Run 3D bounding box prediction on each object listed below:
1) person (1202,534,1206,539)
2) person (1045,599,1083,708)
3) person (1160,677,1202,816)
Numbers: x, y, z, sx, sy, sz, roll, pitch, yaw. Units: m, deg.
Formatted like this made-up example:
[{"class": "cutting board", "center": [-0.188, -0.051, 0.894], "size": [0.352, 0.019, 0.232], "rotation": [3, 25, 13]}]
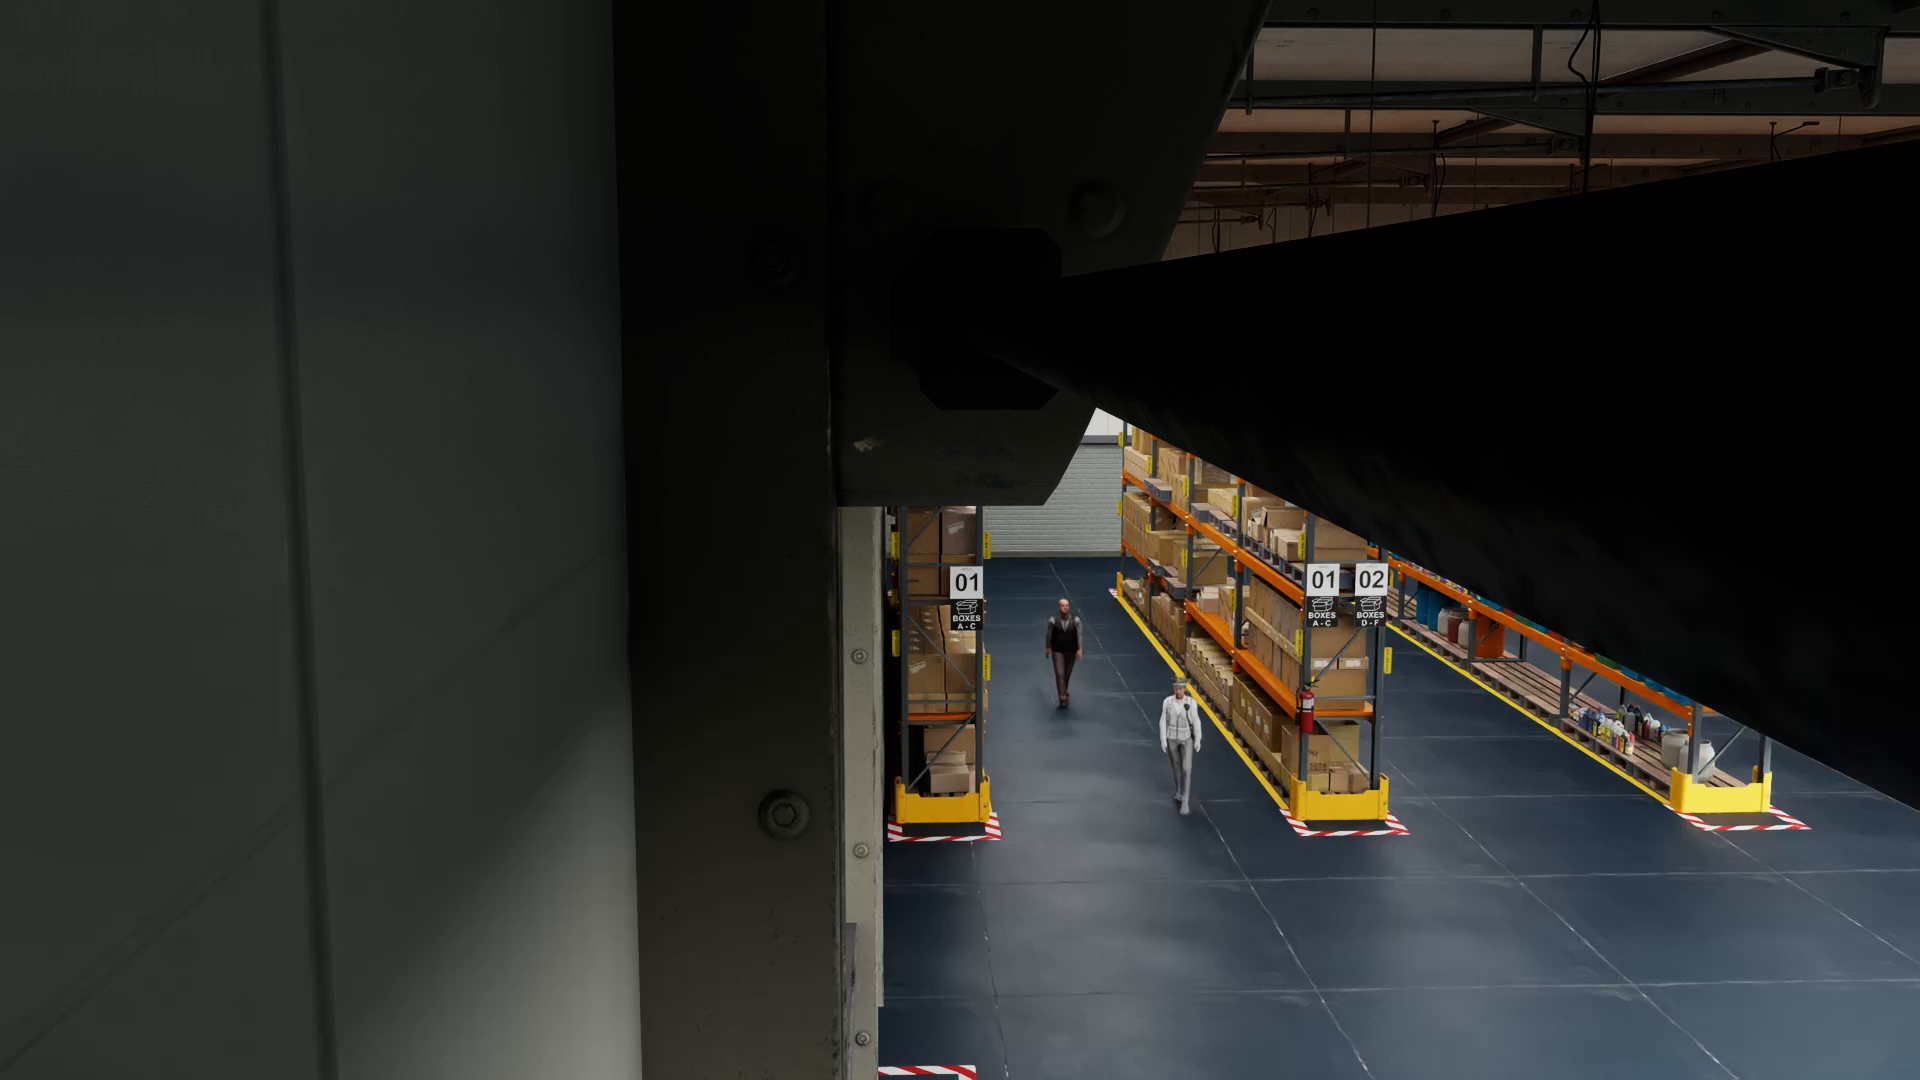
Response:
[{"class": "person", "center": [5.340, 0.157, 37.887], "size": [0.647, 1.714, 1.093], "rotation": [-1, 8, -6]}, {"class": "person", "center": [1.686, 1.775, 26.492], "size": [0.549, 1.661, 1.080], "rotation": [-2, 8, -11]}, {"class": "person", "center": [2.773, 2.556, 21.087], "size": [0.511, 1.676, 0.797], "rotation": [3, 9, 21]}]
